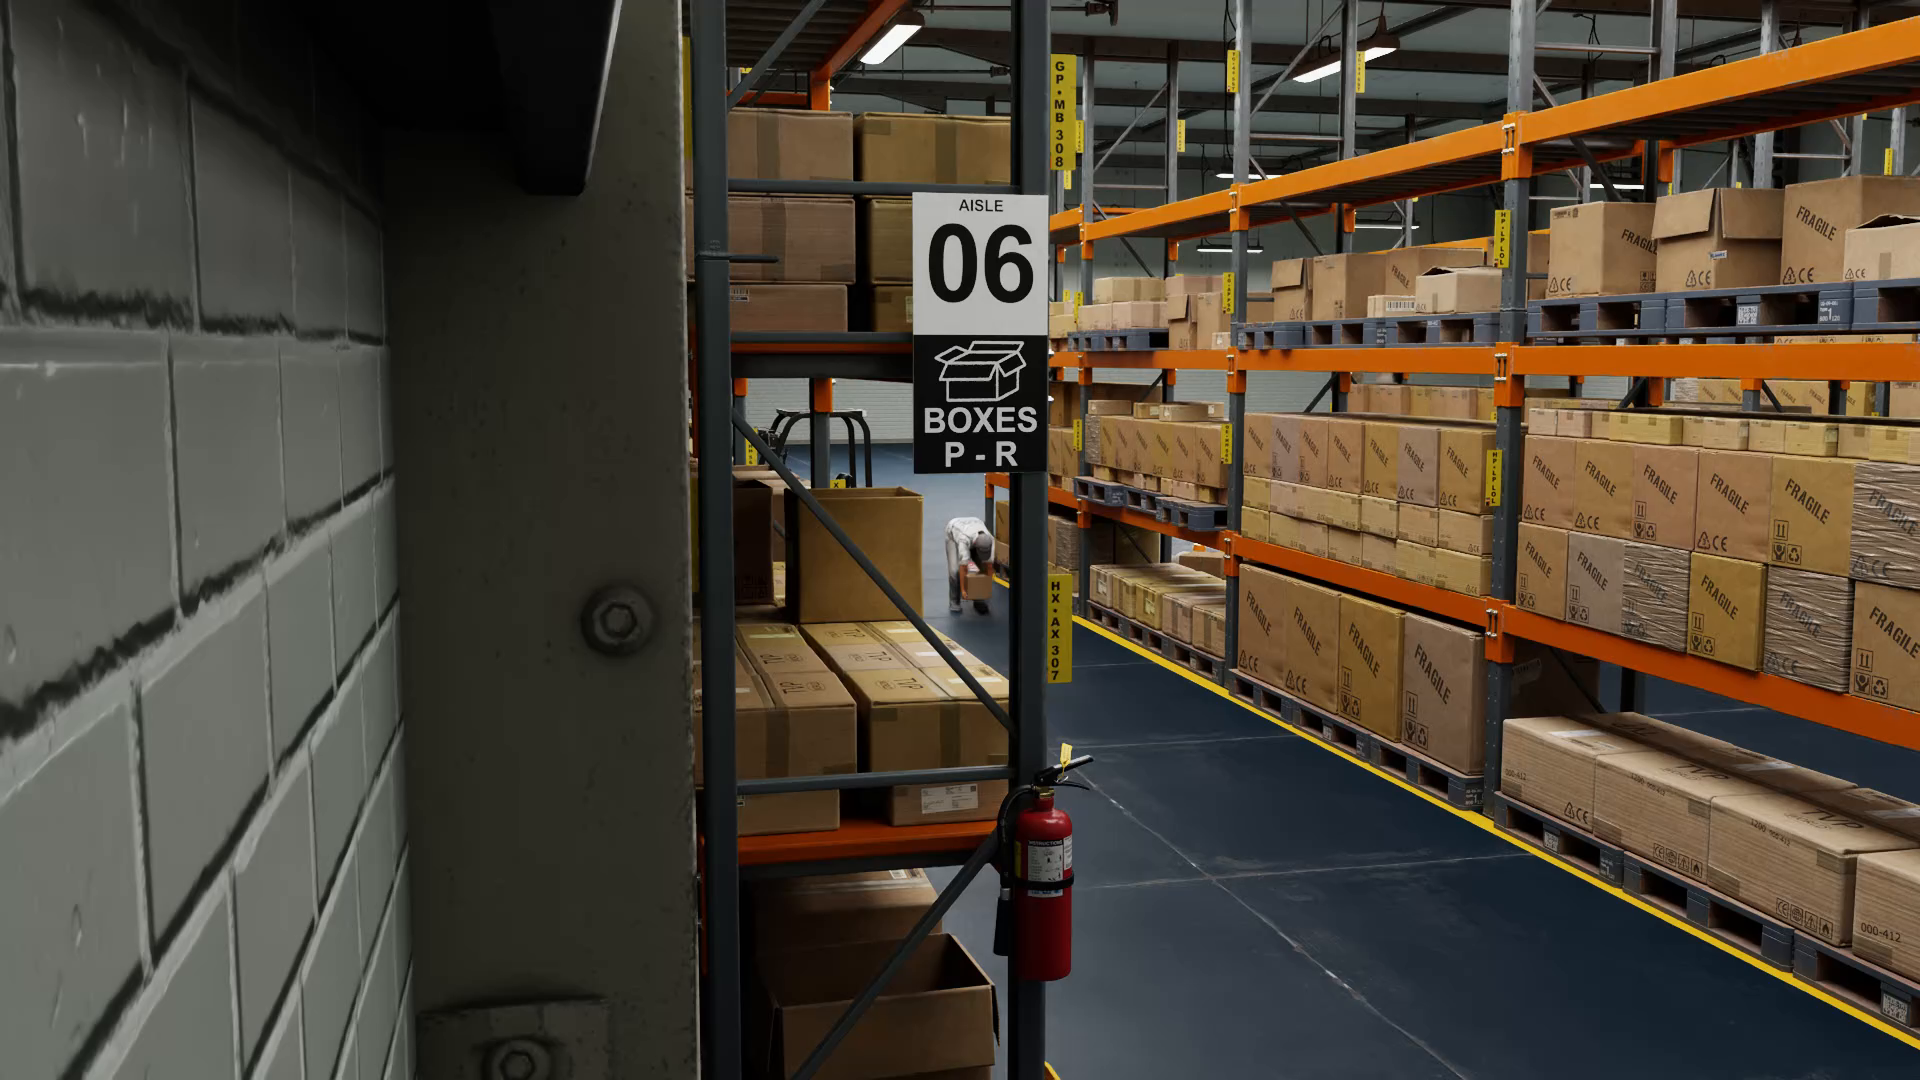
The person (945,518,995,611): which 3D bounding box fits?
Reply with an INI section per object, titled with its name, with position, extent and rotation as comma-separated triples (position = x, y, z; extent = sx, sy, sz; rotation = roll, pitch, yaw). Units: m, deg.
[person]
position = 0.134, 0.281, 17.976
extent = 0.481, 1.014, 0.949
rotation = -2, 7, -17
